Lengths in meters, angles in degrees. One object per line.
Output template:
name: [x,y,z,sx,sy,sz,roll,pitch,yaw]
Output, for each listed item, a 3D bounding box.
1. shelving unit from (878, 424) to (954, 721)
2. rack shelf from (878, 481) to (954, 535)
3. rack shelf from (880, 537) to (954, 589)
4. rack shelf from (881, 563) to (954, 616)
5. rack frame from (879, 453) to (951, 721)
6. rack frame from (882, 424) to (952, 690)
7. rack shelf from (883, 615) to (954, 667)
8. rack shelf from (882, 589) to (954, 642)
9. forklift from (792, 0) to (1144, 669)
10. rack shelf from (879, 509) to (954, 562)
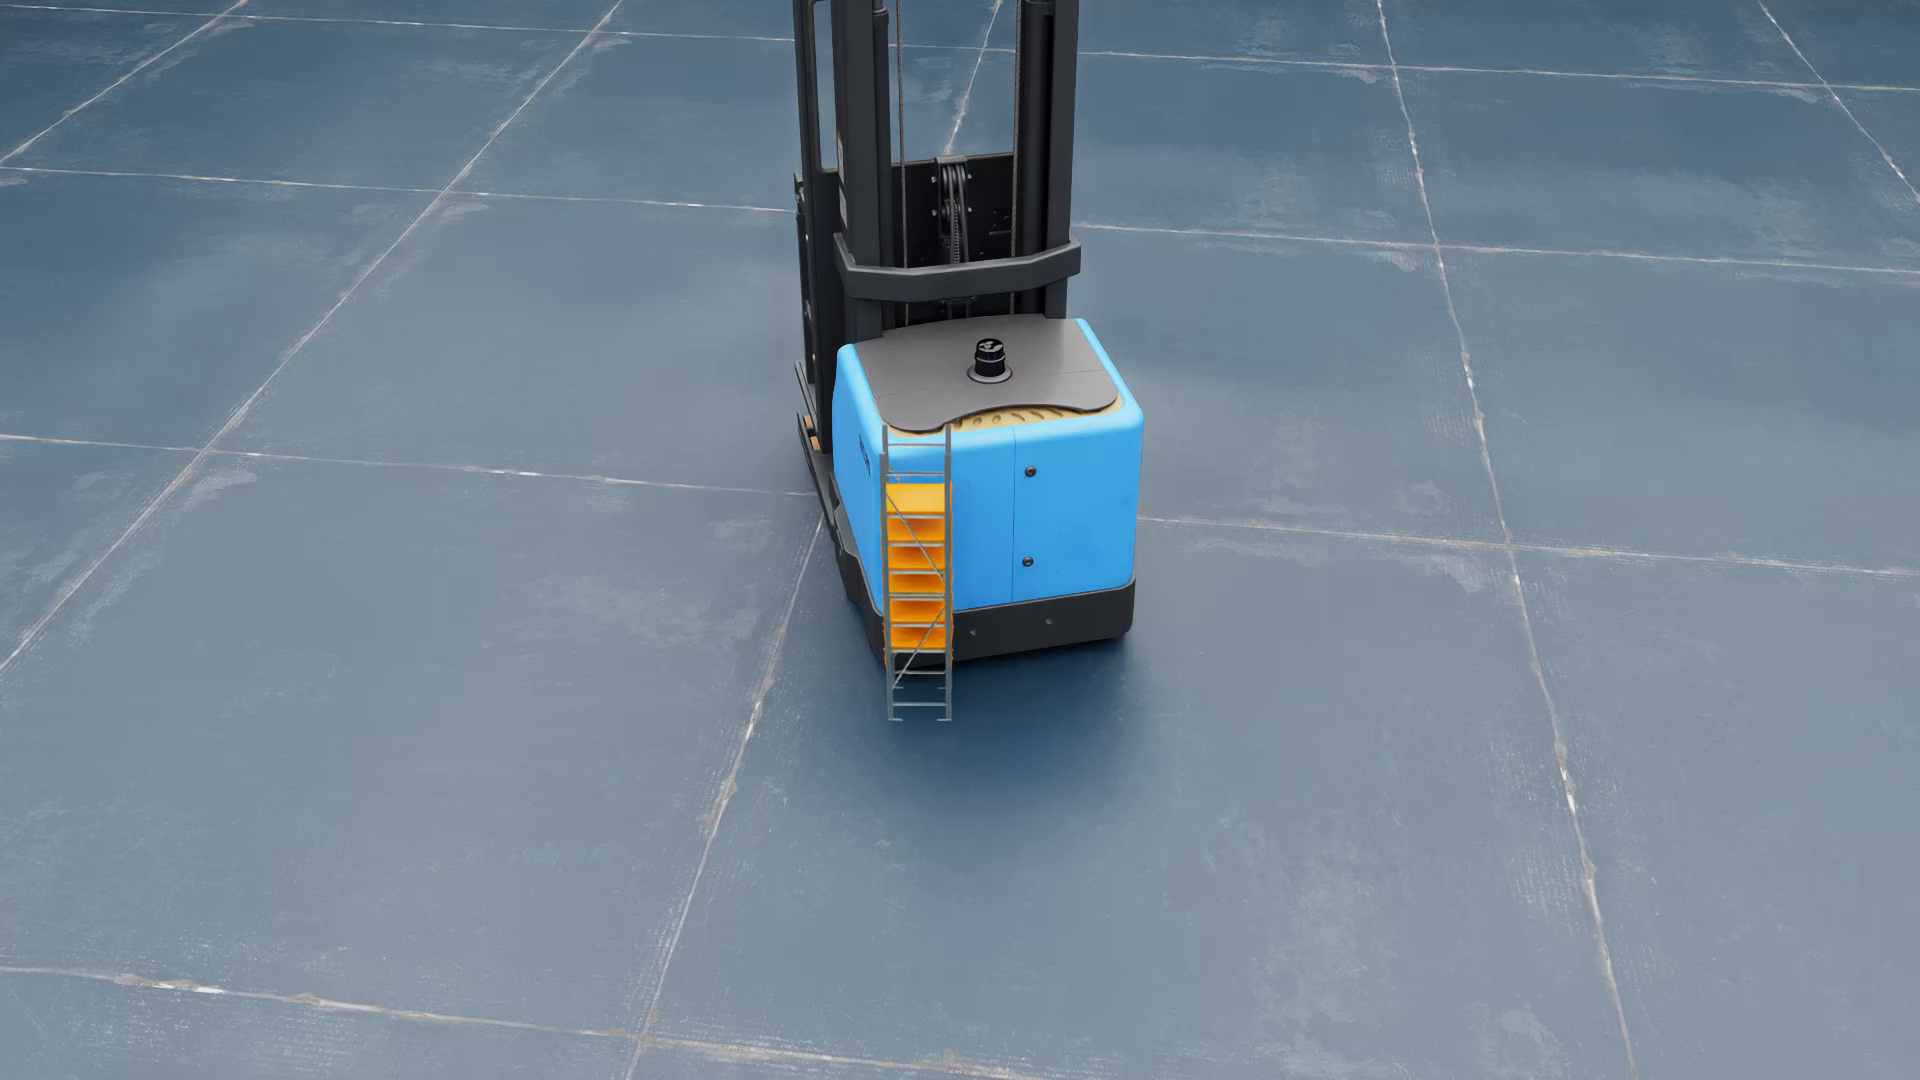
shelving unit: [-0.151,0.143,6.017,0.258,1.200,0.189,0,36,0]
rack shelf: [-0.151,-0.114,5.833,0.258,0.103,0.180,0,36,0]
rack shelf: [-0.151,0.081,5.973,0.258,0.103,0.180,0,36,0]
rack shelf: [-0.151,0.179,6.043,0.258,0.103,0.180,0,36,0]
rack frame: [-0.152,0.196,5.943,0.240,1.200,0.006,0,36,0]
rack frame: [-0.150,0.089,6.091,0.240,1.200,0.006,0,36,0]
rack shelf: [-0.151,0.374,6.183,0.258,0.103,0.180,0,36,0]
rack shelf: [-0.151,0.276,6.113,0.258,0.103,0.180,0,36,0]
forklift: [-0.143,-1.549,6.897,1.130,2.935,3.031,-8,36,-11]
rack shelf: [-0.151,-0.016,5.903,0.258,0.103,0.180,0,36,0]
